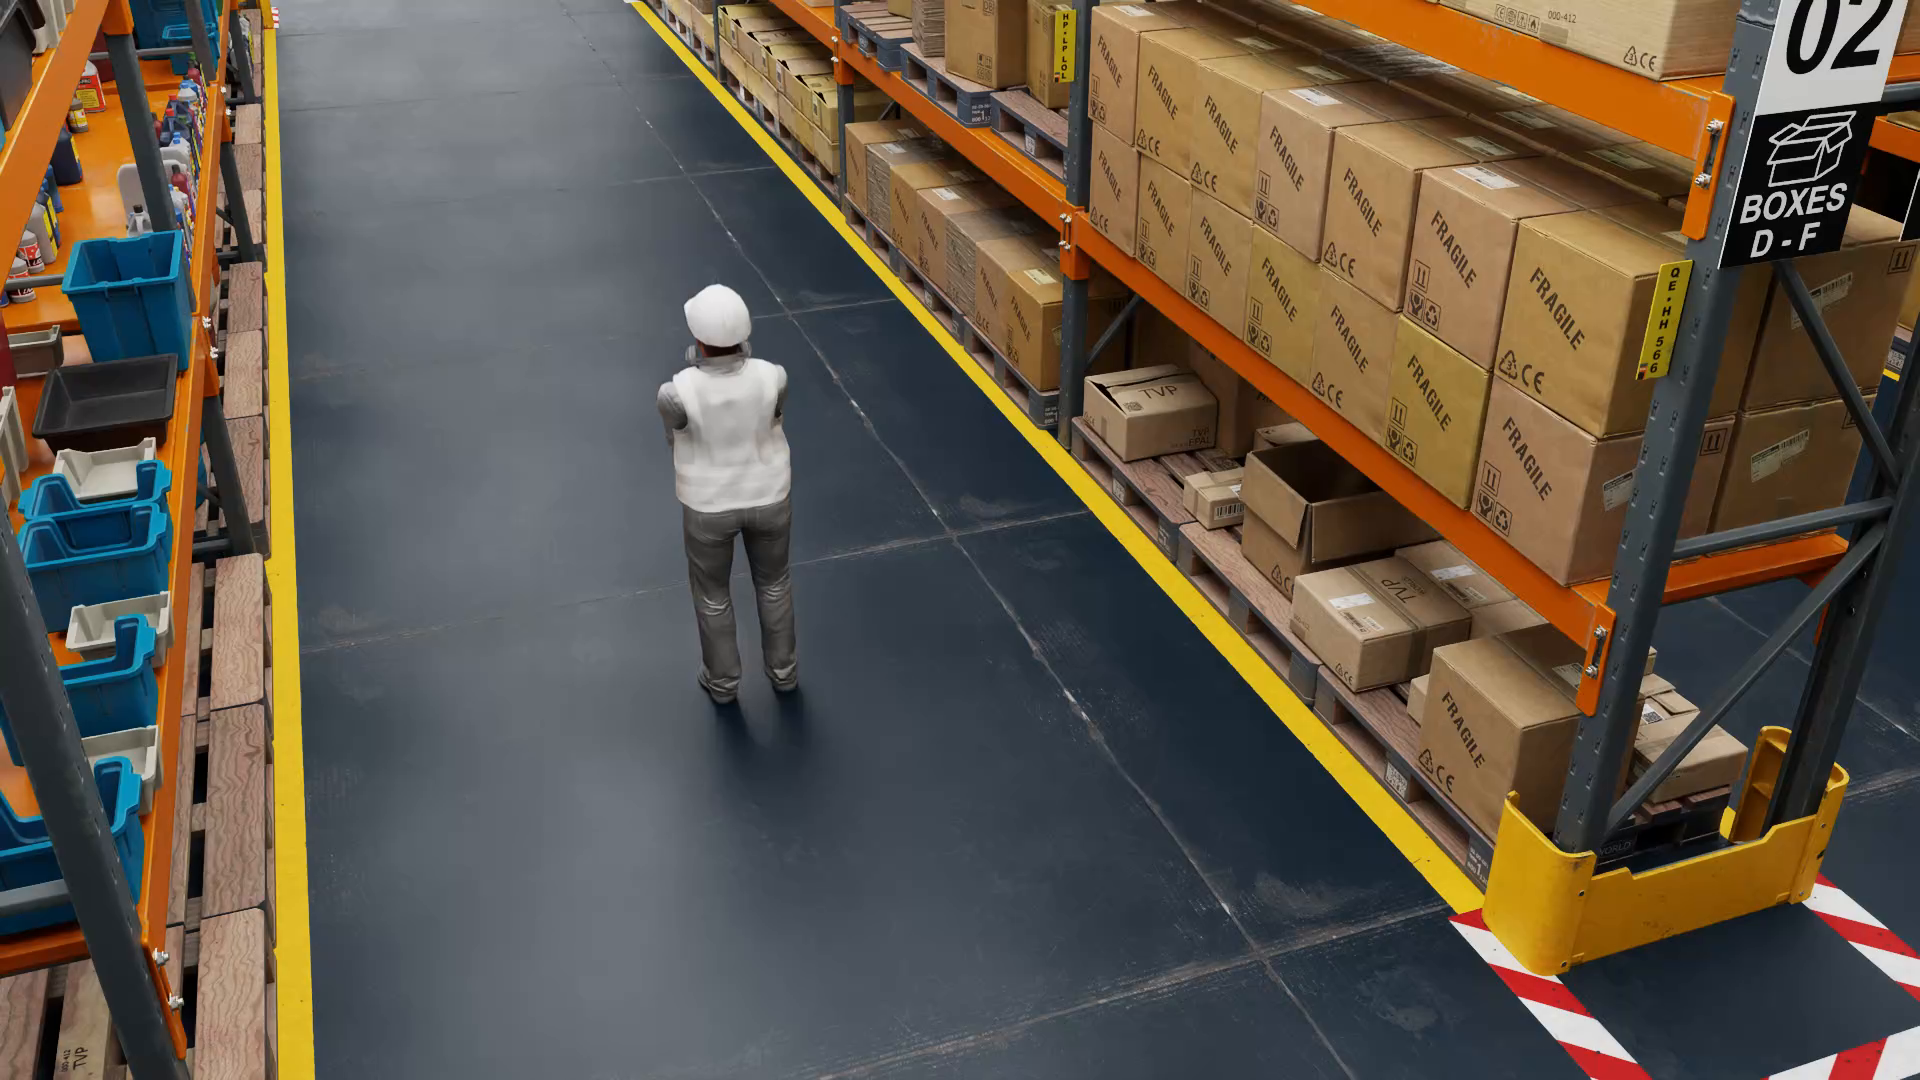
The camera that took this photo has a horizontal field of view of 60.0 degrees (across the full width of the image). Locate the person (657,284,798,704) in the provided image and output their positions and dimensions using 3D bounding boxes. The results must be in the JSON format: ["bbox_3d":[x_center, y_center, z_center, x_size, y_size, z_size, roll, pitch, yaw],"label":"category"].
[{"bbox_3d":[-0.912,-0.208,6.477,0.494,1.762,0.550,-10,31,-16],"label":"person"}]
